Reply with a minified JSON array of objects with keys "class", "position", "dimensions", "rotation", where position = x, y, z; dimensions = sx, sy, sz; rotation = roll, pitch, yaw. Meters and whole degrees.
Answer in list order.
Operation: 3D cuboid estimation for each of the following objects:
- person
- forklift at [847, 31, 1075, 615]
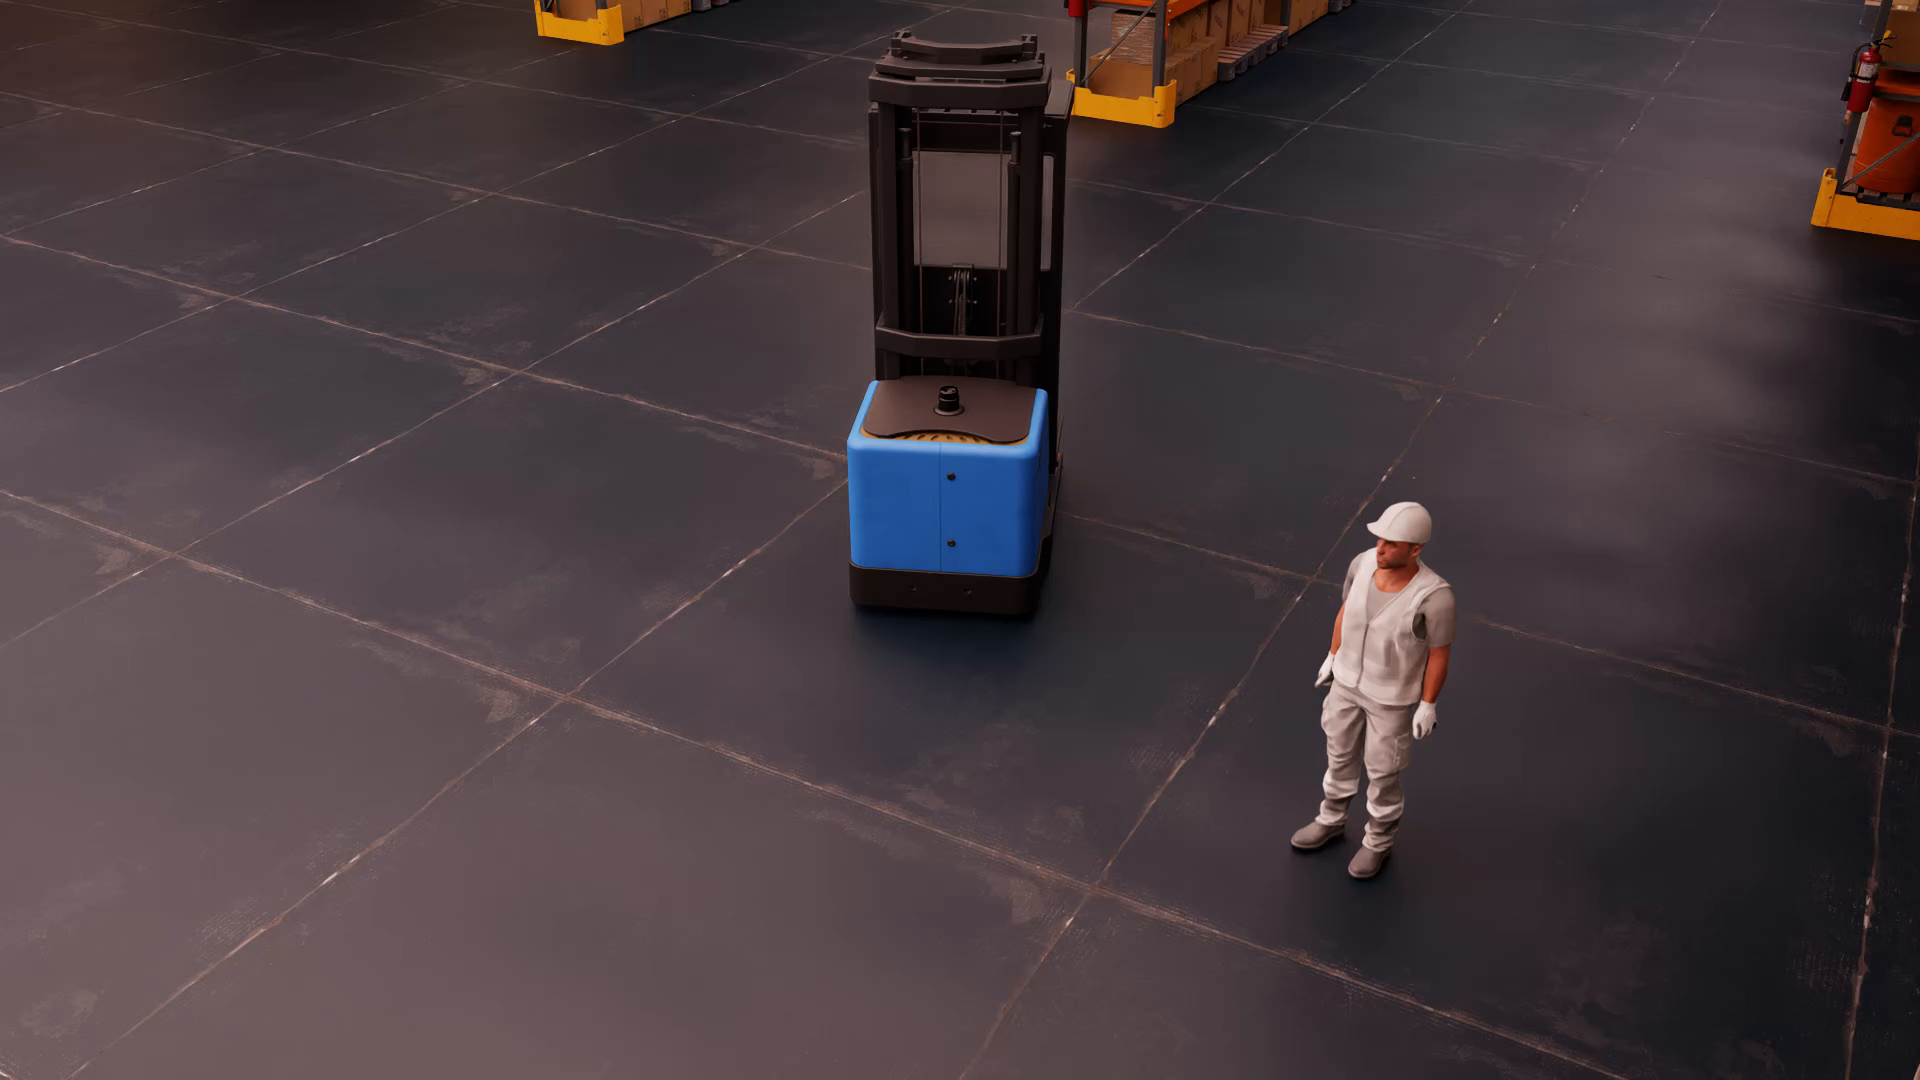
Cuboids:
[{"class":"person","position":[1.765,0.640,7.104],"dimensions":[0.367,1.795,0.587],"rotation":[-24,38,-35]},{"class":"forklift","position":[0.072,-1.572,9.794],"dimensions":[1.130,2.935,3.031],"rotation":[3,30,6]}]
